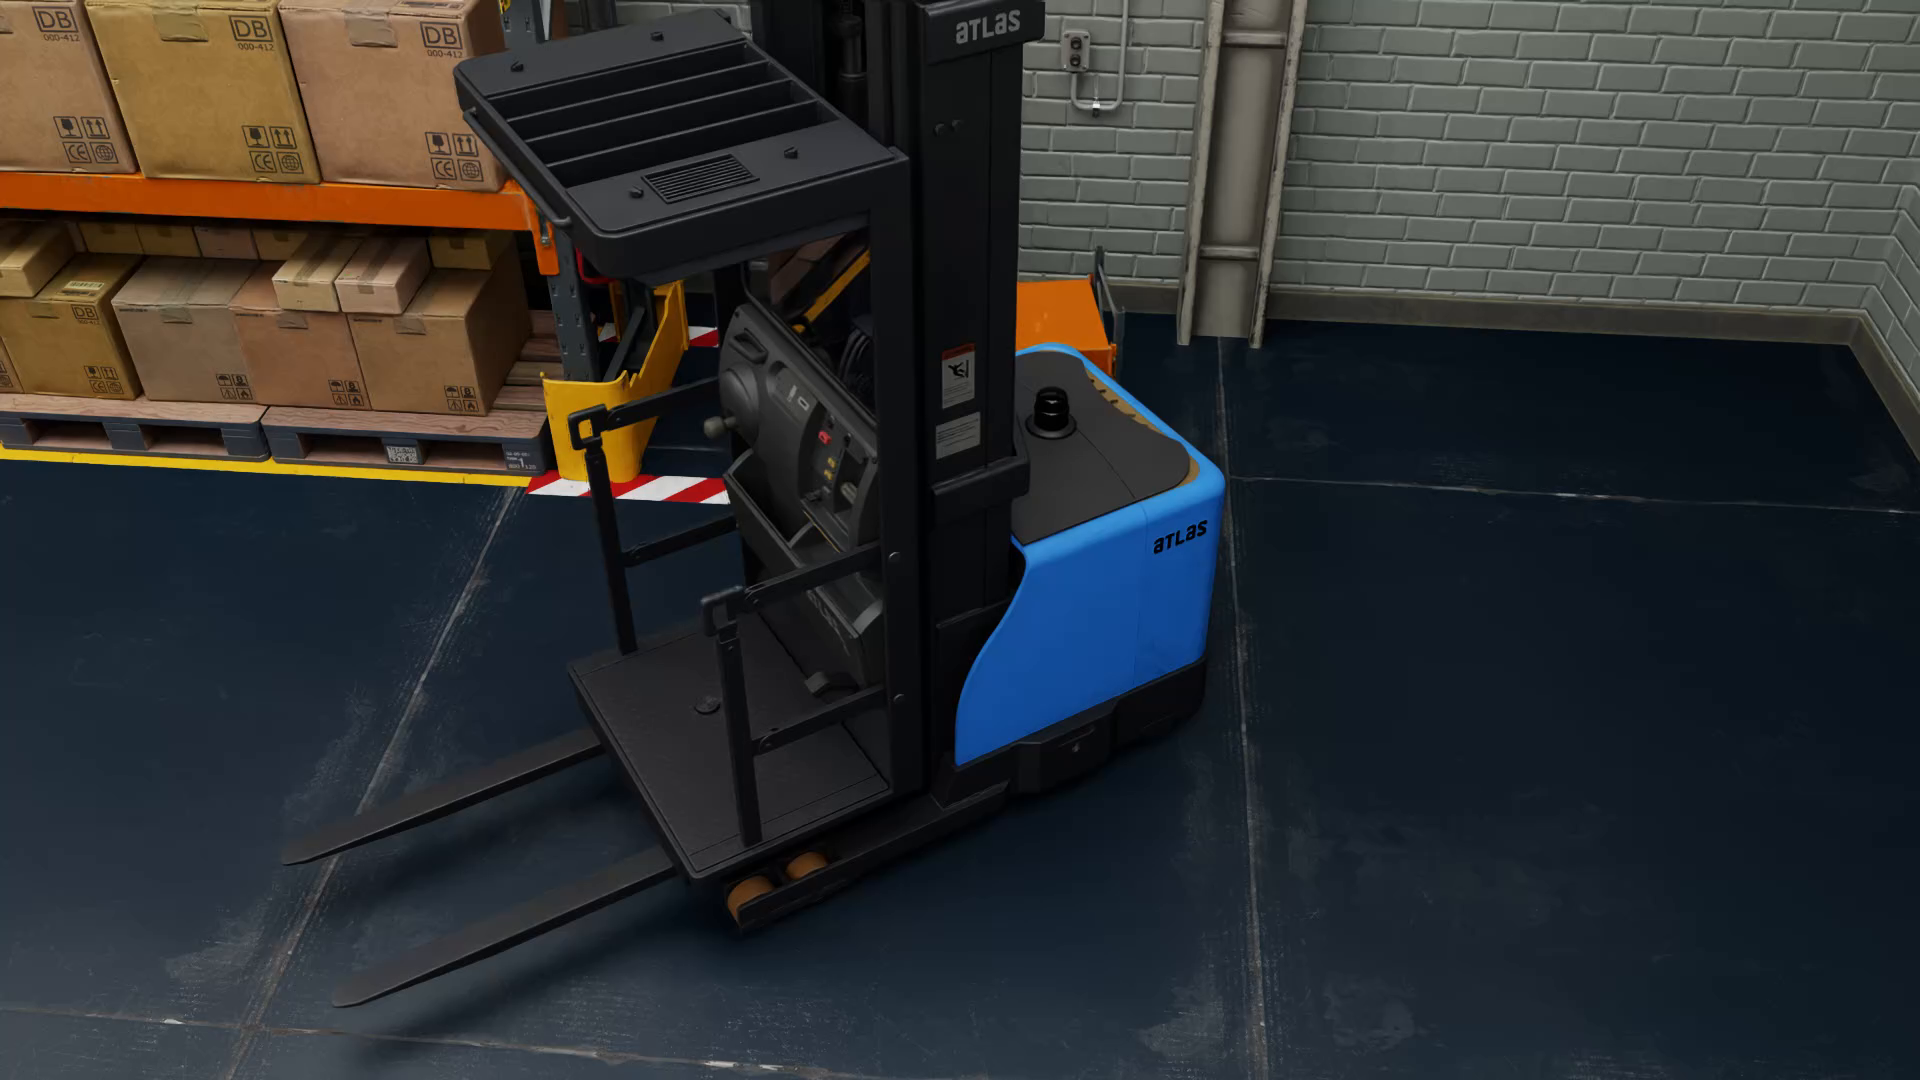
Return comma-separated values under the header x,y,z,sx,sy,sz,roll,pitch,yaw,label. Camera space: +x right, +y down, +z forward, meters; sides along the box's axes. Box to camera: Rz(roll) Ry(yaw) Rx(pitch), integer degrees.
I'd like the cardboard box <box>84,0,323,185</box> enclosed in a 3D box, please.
x,y,z,sx,sy,sz,roll,pitch,yaw,label
-2.757,-1.950,6.532,0.700,0.700,0.980,3,39,3,cardboard box

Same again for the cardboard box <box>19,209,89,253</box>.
x,y,z,sx,sy,sz,roll,pitch,yaw,label
-3.859,-1.414,7.245,0.250,0.149,0.380,4,39,4,cardboard box

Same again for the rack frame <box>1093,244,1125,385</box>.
x,y,z,sx,sy,sz,roll,pitch,yaw,label
0.555,-0.537,6.518,0.032,1.125,0.500,-4,39,-4,rack frame

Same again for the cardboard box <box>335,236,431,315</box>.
x,y,z,sx,sy,sz,roll,pitch,yaw,label
-2.372,-1.092,6.849,0.250,0.149,0.380,3,39,3,cardboard box

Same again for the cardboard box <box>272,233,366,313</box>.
x,y,z,sx,sy,sz,roll,pitch,yaw,label
-2.626,-1.106,6.866,0.250,0.149,0.380,4,39,5,cardboard box

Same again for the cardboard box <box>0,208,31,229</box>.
x,y,z,sx,sy,sz,roll,pitch,yaw,label
-4.111,-1.428,7.262,0.250,0.149,0.380,2,39,2,cardboard box

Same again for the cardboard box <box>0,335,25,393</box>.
x,y,z,sx,sy,sz,roll,pitch,yaw,label
-4.271,-1.056,7.319,0.500,0.500,0.700,3,39,3,cardboard box

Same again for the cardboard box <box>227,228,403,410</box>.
x,y,z,sx,sy,sz,roll,pitch,yaw,label
-2.727,-0.975,7.220,0.500,0.500,0.700,3,39,4,cardboard box

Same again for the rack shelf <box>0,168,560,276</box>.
x,y,z,sx,sy,sz,roll,pitch,yaw,label
-3.515,-1.609,6.921,4.000,0.370,1.077,3,39,4,rack shelf

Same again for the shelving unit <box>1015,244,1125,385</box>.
x,y,z,sx,sy,sz,roll,pitch,yaw,label
0.049,-0.505,6.480,1.048,1.125,0.538,-4,39,-4,shelving unit

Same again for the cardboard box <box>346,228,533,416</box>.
x,y,z,sx,sy,sz,roll,pitch,yaw,label
-2.228,-0.948,7.186,0.500,0.500,0.700,3,39,4,cardboard box

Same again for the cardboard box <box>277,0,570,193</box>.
x,y,z,sx,sy,sz,roll,pitch,yaw,label
-2.031,-1.917,6.492,0.700,0.700,0.980,5,39,6,cardboard box

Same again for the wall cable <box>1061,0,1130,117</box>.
x,y,z,sx,sy,sz,roll,pitch,yaw,label
-0.165,-2.699,6.885,1.851,1.984,0.084,3,39,4,wall cable

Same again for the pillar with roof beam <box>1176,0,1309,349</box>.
x,y,z,sx,sy,sz,roll,pitch,yaw,label
0.871,-1.796,1.828,0.400,9.000,9.100,3,39,4,pillar with roof beam

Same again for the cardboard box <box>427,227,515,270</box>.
x,y,z,sx,sy,sz,roll,pitch,yaw,label
-2.086,-1.319,7.128,0.250,0.149,0.380,3,39,4,cardboard box

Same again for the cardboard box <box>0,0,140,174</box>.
x,y,z,sx,sy,sz,roll,pitch,yaw,label
-3.516,-1.997,6.590,0.700,0.700,0.980,1,39,2,cardboard box

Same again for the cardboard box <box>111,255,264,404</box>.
x,y,z,sx,sy,sz,roll,pitch,yaw,label
-3.228,-1.002,7.253,0.500,0.500,0.700,2,39,2,cardboard box

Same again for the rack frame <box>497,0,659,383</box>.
x,y,z,sx,sy,sz,roll,pitch,yaw,label
-1.522,-1.779,6.560,0.127,3.000,1.000,3,39,4,rack frame

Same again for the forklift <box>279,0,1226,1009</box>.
x,y,z,sx,sy,sz,roll,pitch,yaw,label
-0.659,-0.296,4.792,3.031,2.935,1.130,-21,43,-23,forklift

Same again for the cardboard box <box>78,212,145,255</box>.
x,y,z,sx,sy,sz,roll,pitch,yaw,label
-3.602,-1.401,7.228,0.250,0.149,0.380,2,39,3,cardboard box

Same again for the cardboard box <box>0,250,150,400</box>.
x,y,z,sx,sy,sz,roll,pitch,yaw,label
-3.760,-1.027,7.283,0.500,0.500,0.700,4,39,5,cardboard box

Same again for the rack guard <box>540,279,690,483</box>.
x,y,z,sx,sy,sz,roll,pitch,yaw,label
-1.498,-0.809,7.347,0.348,0.500,1.175,3,39,4,rack guard

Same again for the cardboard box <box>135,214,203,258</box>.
x,y,z,sx,sy,sz,roll,pitch,yaw,label
-3.349,-1.387,7.211,0.250,0.149,0.380,4,39,4,cardboard box

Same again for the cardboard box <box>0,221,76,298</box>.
x,y,z,sx,sy,sz,roll,pitch,yaw,label
-3.925,-1.175,6.951,0.250,0.149,0.380,2,39,3,cardboard box

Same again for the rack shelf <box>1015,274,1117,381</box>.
x,y,z,sx,sy,sz,roll,pitch,yaw,label
0.049,-0.732,6.295,1.000,0.278,0.538,-4,39,-4,rack shelf

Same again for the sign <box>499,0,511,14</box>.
x,y,z,sx,sy,sz,roll,pitch,yaw,label
-1.583,-1.980,5.701,0.005,0.325,0.100,3,39,4,sign

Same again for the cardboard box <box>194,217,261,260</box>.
x,y,z,sx,sy,sz,roll,pitch,yaw,label
-3.094,-1.373,7.194,0.250,0.149,0.380,4,39,4,cardboard box

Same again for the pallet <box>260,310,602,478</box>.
x,y,z,sx,sy,sz,roll,pitch,yaw,label
-2.325,-0.692,7.433,1.213,0.211,1.003,3,39,4,pallet

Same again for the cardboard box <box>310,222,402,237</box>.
x,y,z,sx,sy,sz,roll,pitch,yaw,label
-2.591,-1.346,7.161,0.250,0.149,0.380,3,39,4,cardboard box

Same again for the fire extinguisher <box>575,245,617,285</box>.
x,y,z,sx,sy,sz,roll,pitch,yaw,label
-1.412,-1.306,6.335,0.183,0.674,0.296,3,39,4,fire extinguisher

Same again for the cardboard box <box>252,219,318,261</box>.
x,y,z,sx,sy,sz,roll,pitch,yaw,label
-2.840,-1.360,7.178,0.250,0.149,0.380,3,39,4,cardboard box

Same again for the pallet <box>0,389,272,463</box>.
x,y,z,sx,sy,sz,roll,pitch,yaw,label
-3.537,-0.760,7.517,1.213,0.211,1.003,3,39,4,pallet
